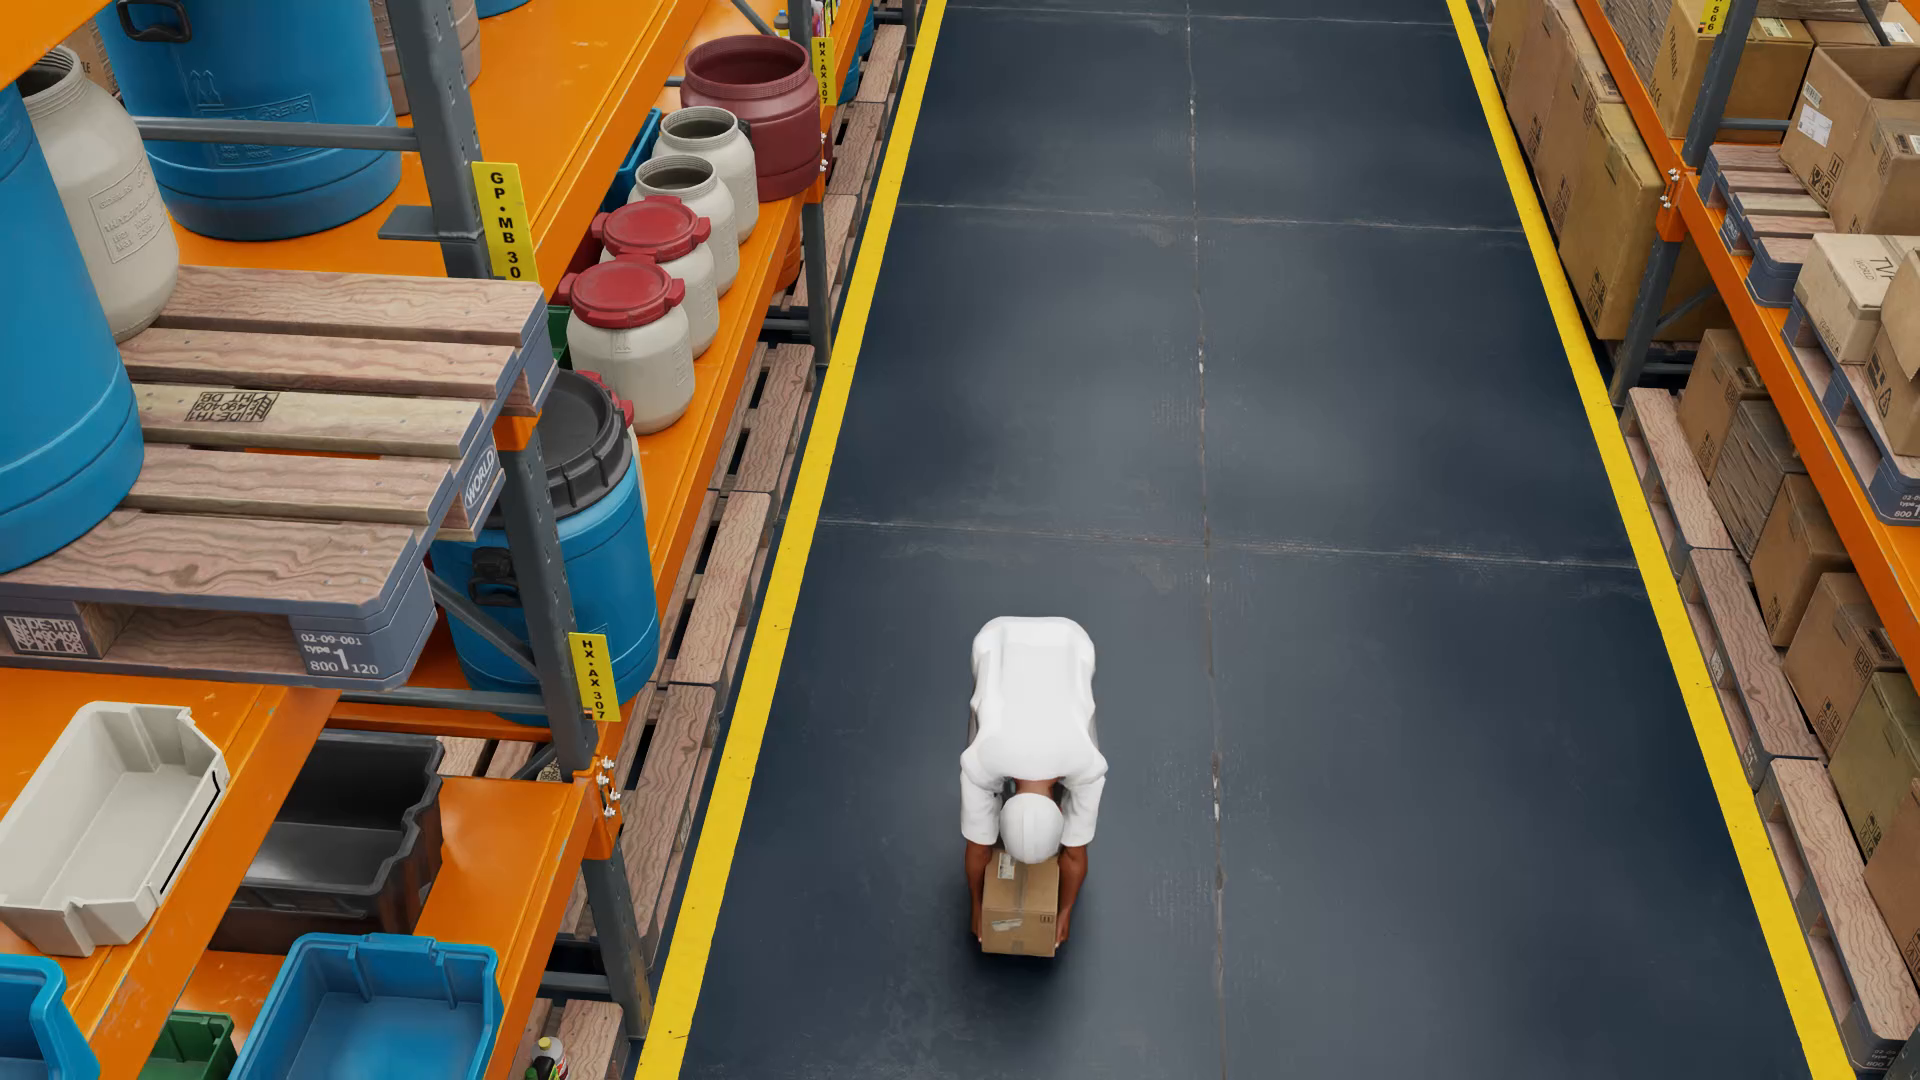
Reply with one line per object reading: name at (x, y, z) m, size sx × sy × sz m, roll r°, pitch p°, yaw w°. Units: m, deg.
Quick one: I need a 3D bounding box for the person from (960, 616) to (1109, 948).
person at (0.248, 0.854, 5.703) m, size 0.490 × 1.006 × 0.976 m, roll 1°, pitch 40°, yaw 2°
